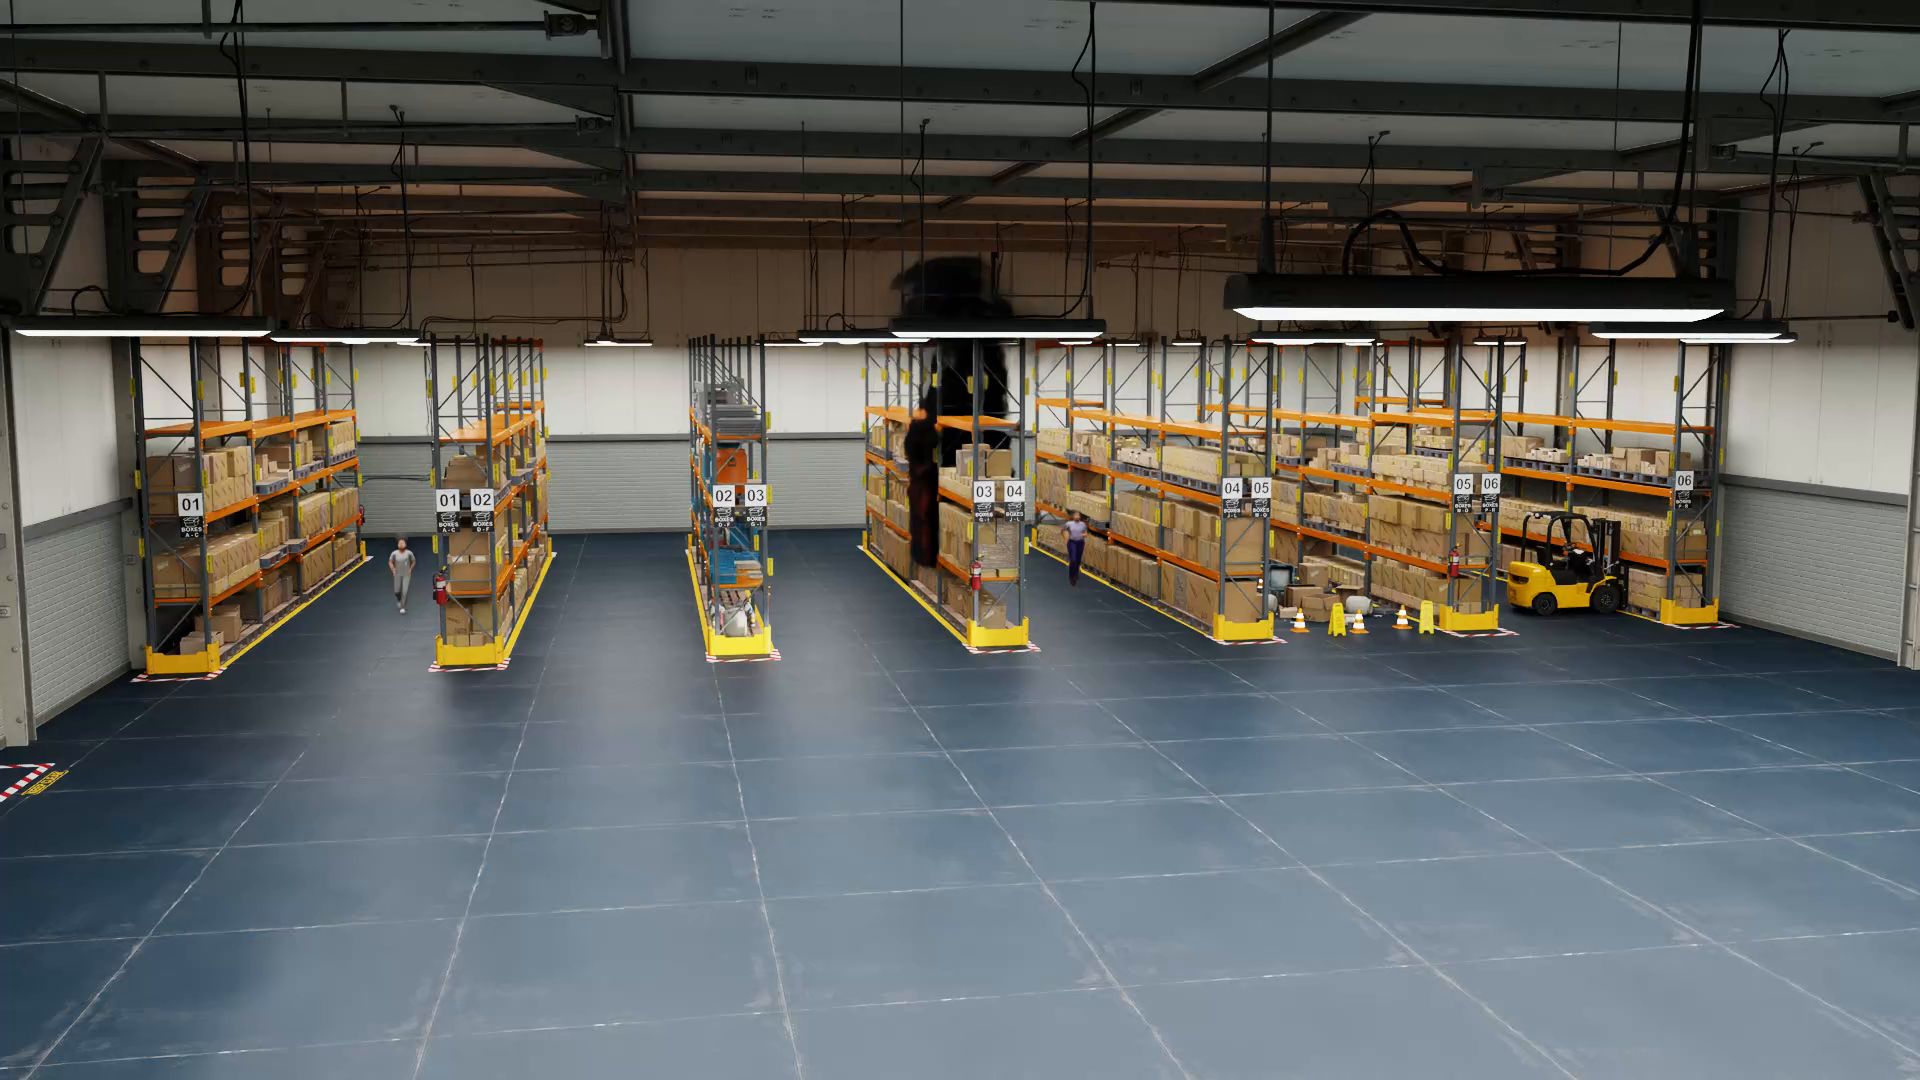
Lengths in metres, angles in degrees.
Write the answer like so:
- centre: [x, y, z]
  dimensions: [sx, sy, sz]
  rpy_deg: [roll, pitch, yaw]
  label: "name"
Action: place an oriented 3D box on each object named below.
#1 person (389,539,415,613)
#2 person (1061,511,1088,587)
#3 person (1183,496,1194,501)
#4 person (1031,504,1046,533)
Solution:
- centre: [-12.124, 0.774, 36.170]
  dimensions: [0.546, 1.624, 0.554]
  rpy_deg: [-2, 7, -17]
  label: "person"
- centre: [2.716, 0.196, 38.893]
  dimensions: [0.575, 1.755, 0.680]
  rpy_deg: [-2, 7, -15]
  label: "person"
- centre: [6.976, -0.985, 50.889]
  dimensions: [0.885, 1.754, 0.716]
  rpy_deg: [1, 7, 7]
  label: "person"
- centre: [2.377, -0.803, 49.977]
  dimensions: [0.502, 1.650, 0.632]
  rpy_deg: [2, 7, 19]
  label: "person"
